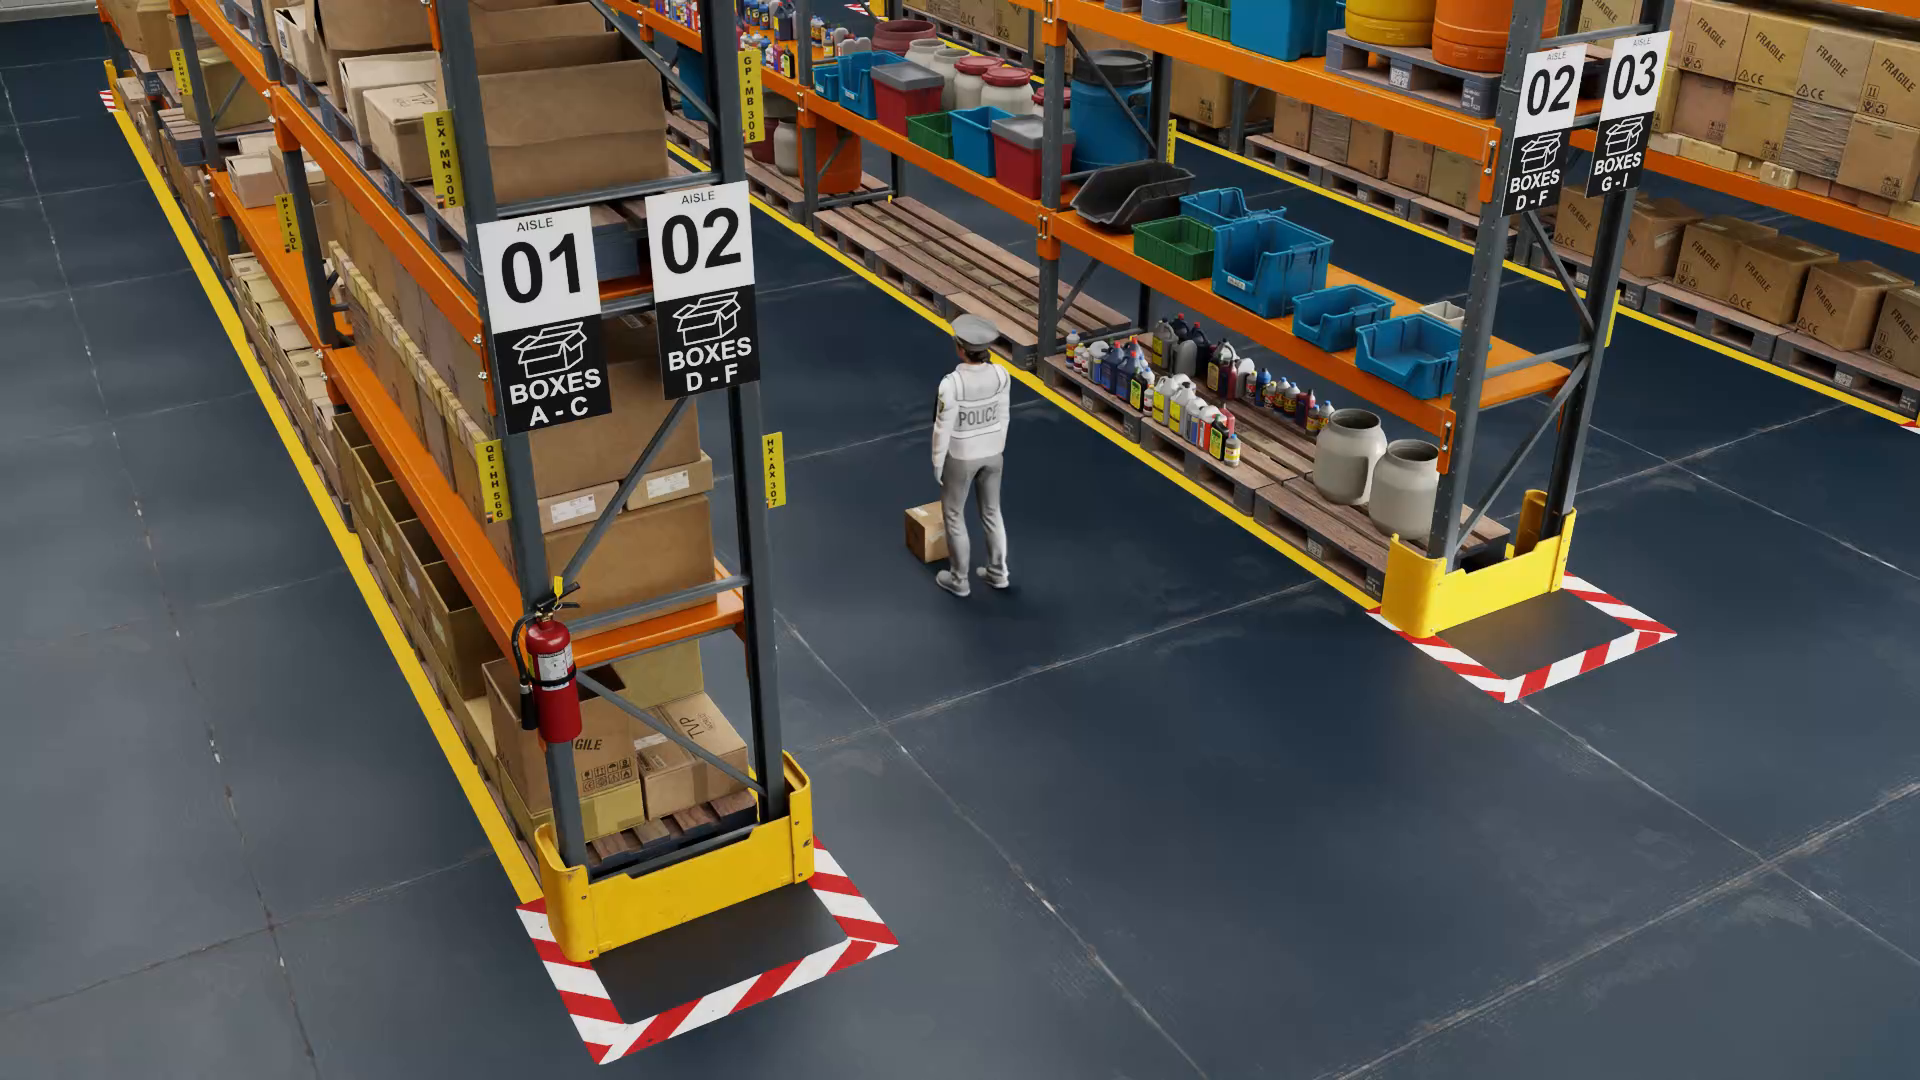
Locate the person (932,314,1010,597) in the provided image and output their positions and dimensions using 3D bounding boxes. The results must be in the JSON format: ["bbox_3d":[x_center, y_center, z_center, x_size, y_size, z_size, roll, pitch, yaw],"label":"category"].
[{"bbox_3d":[0.053,-0.459,9.382,0.465,1.701,0.343,-15,33,-25],"label":"person"}]
